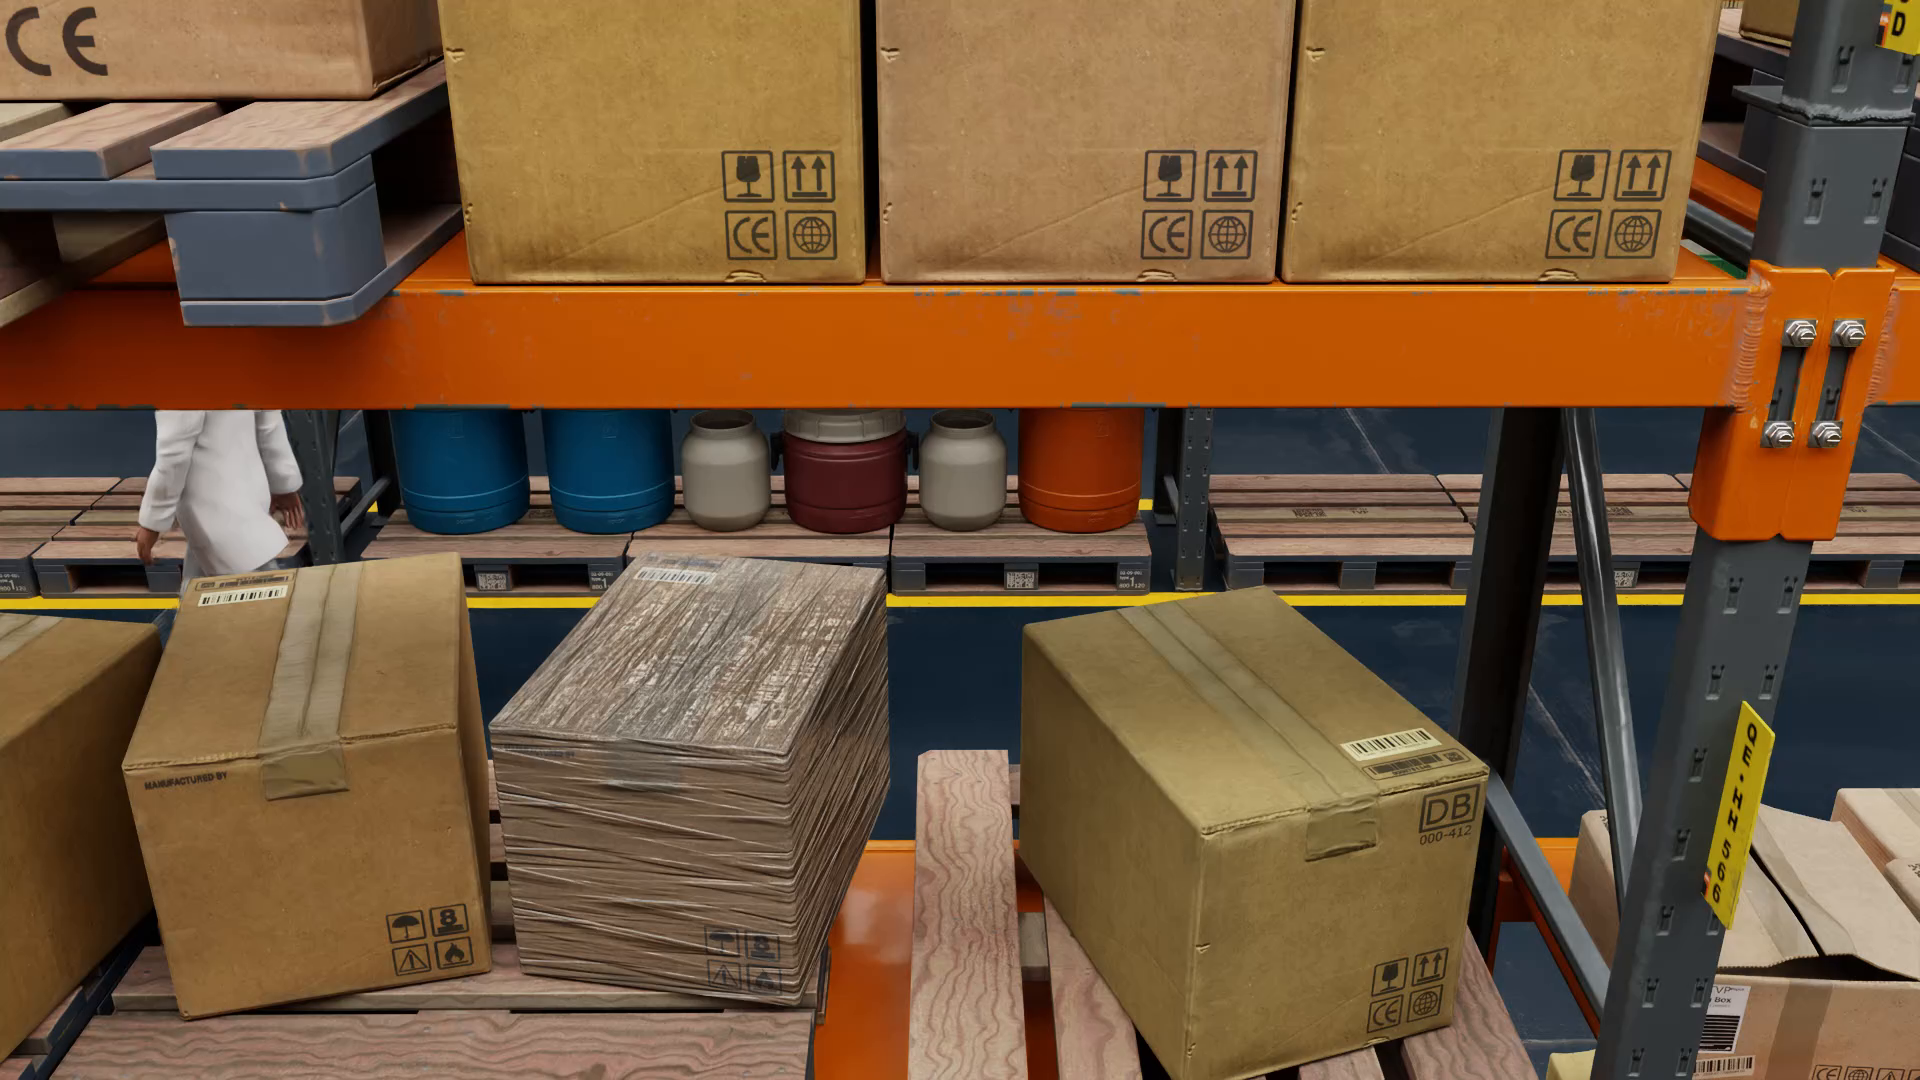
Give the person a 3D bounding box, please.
[{"bbox_3d":[-2.889,-0.132,6.416,1.092,1.725,0.640,2,24,4],"label":"person"}]
